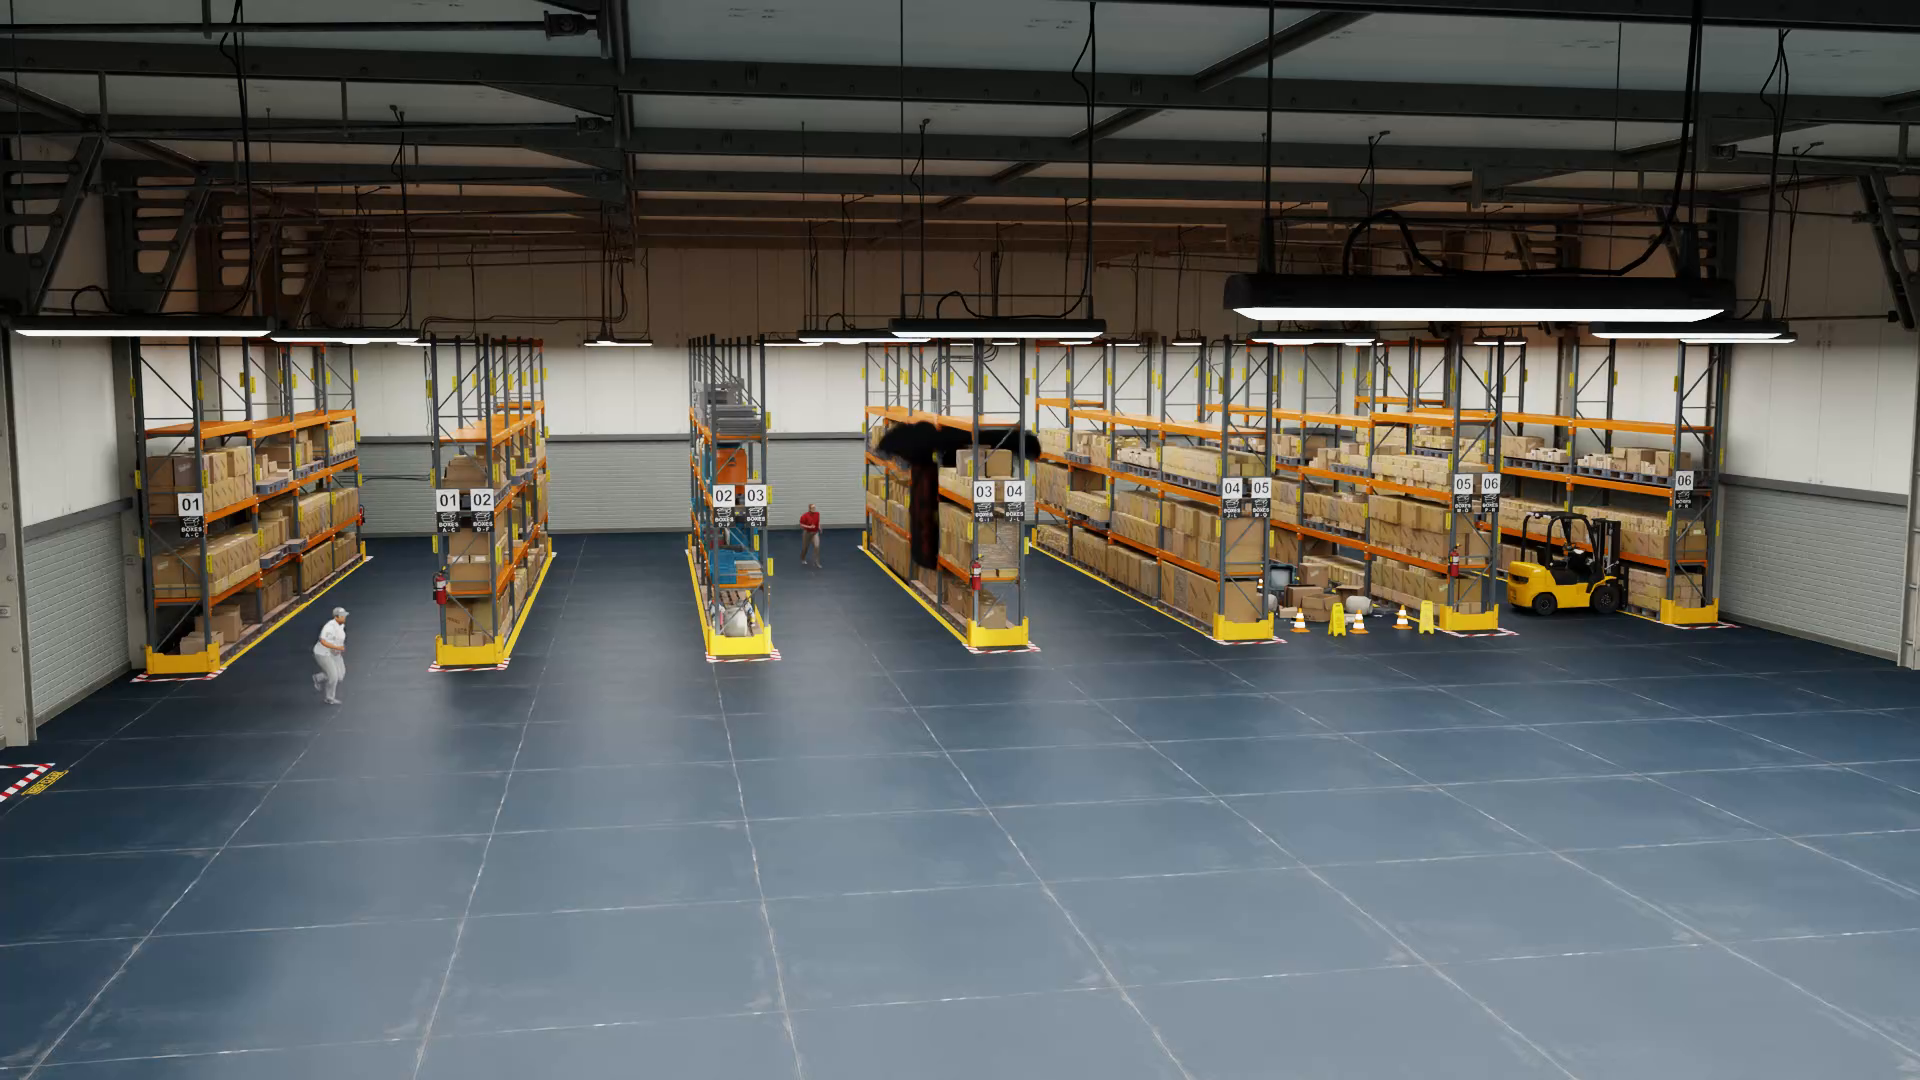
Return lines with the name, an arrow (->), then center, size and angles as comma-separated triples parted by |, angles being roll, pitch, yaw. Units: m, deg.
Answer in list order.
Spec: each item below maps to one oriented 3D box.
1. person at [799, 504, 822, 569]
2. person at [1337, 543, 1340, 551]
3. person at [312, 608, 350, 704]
person -> -3.942, -0.121, 43.738 | 0.674, 1.712, 0.999 | -3, 7, -27
person -> 10.312, -0.485, 46.896 | 0.665, 1.740, 0.990 | -4, 8, -29
person -> -10.198, 1.879, 26.922 | 0.746, 1.601, 0.592 | 2, 7, 16
